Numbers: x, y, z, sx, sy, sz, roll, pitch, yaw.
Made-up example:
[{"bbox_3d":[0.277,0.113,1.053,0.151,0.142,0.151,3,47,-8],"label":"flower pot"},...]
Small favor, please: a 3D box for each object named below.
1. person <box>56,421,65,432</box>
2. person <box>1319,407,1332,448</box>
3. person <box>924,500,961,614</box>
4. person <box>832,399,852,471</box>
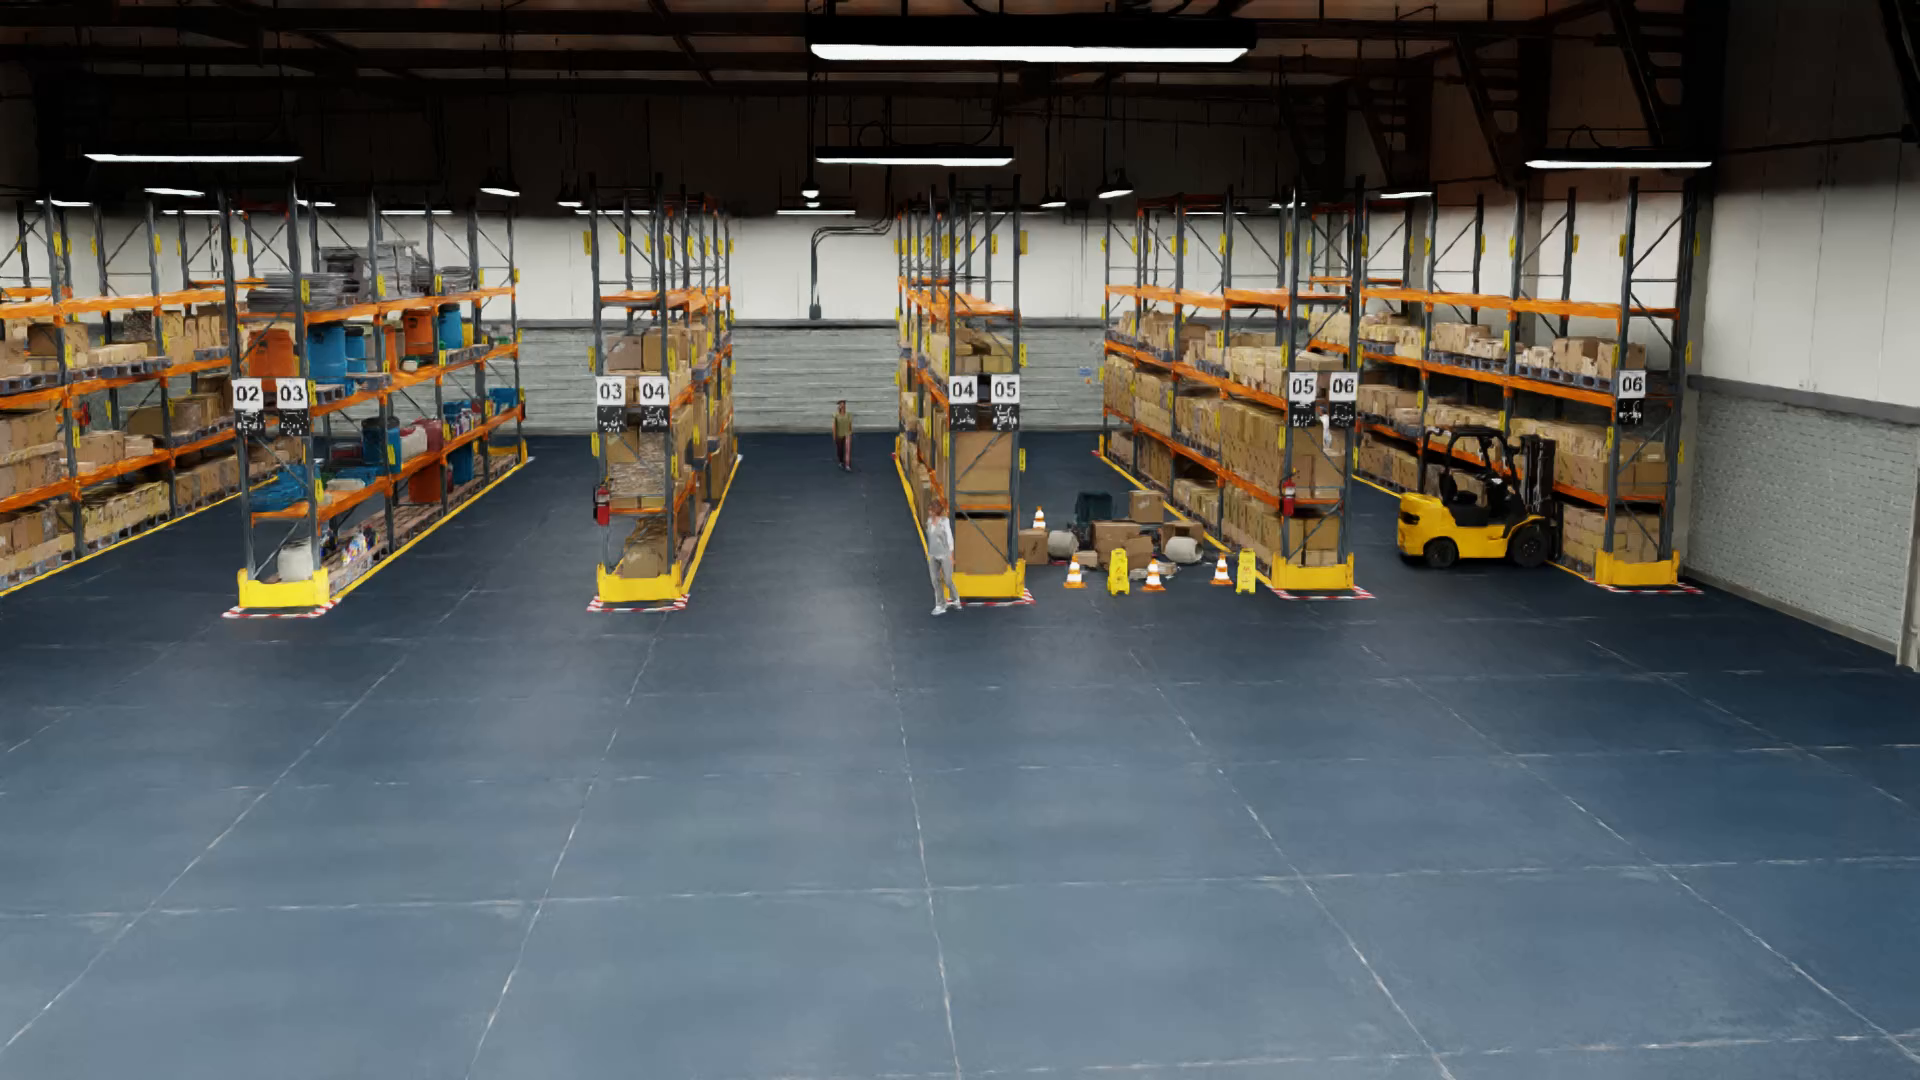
[{"bbox_3d":[-21.308,-2.760,39.313,0.546,1.759,0.574,6,12,30],"label":"person"},{"bbox_3d":[7.778,-2.091,35.670,0.553,1.660,0.588,3,10,16],"label":"person"},{"bbox_3d":[-0.244,0.222,22.903,0.469,1.588,0.502,7,12,34],"label":"person"},{"bbox_3d":[-2.664,-2.390,37.591,0.446,1.595,1.117,0,10,-2],"label":"person"}]
